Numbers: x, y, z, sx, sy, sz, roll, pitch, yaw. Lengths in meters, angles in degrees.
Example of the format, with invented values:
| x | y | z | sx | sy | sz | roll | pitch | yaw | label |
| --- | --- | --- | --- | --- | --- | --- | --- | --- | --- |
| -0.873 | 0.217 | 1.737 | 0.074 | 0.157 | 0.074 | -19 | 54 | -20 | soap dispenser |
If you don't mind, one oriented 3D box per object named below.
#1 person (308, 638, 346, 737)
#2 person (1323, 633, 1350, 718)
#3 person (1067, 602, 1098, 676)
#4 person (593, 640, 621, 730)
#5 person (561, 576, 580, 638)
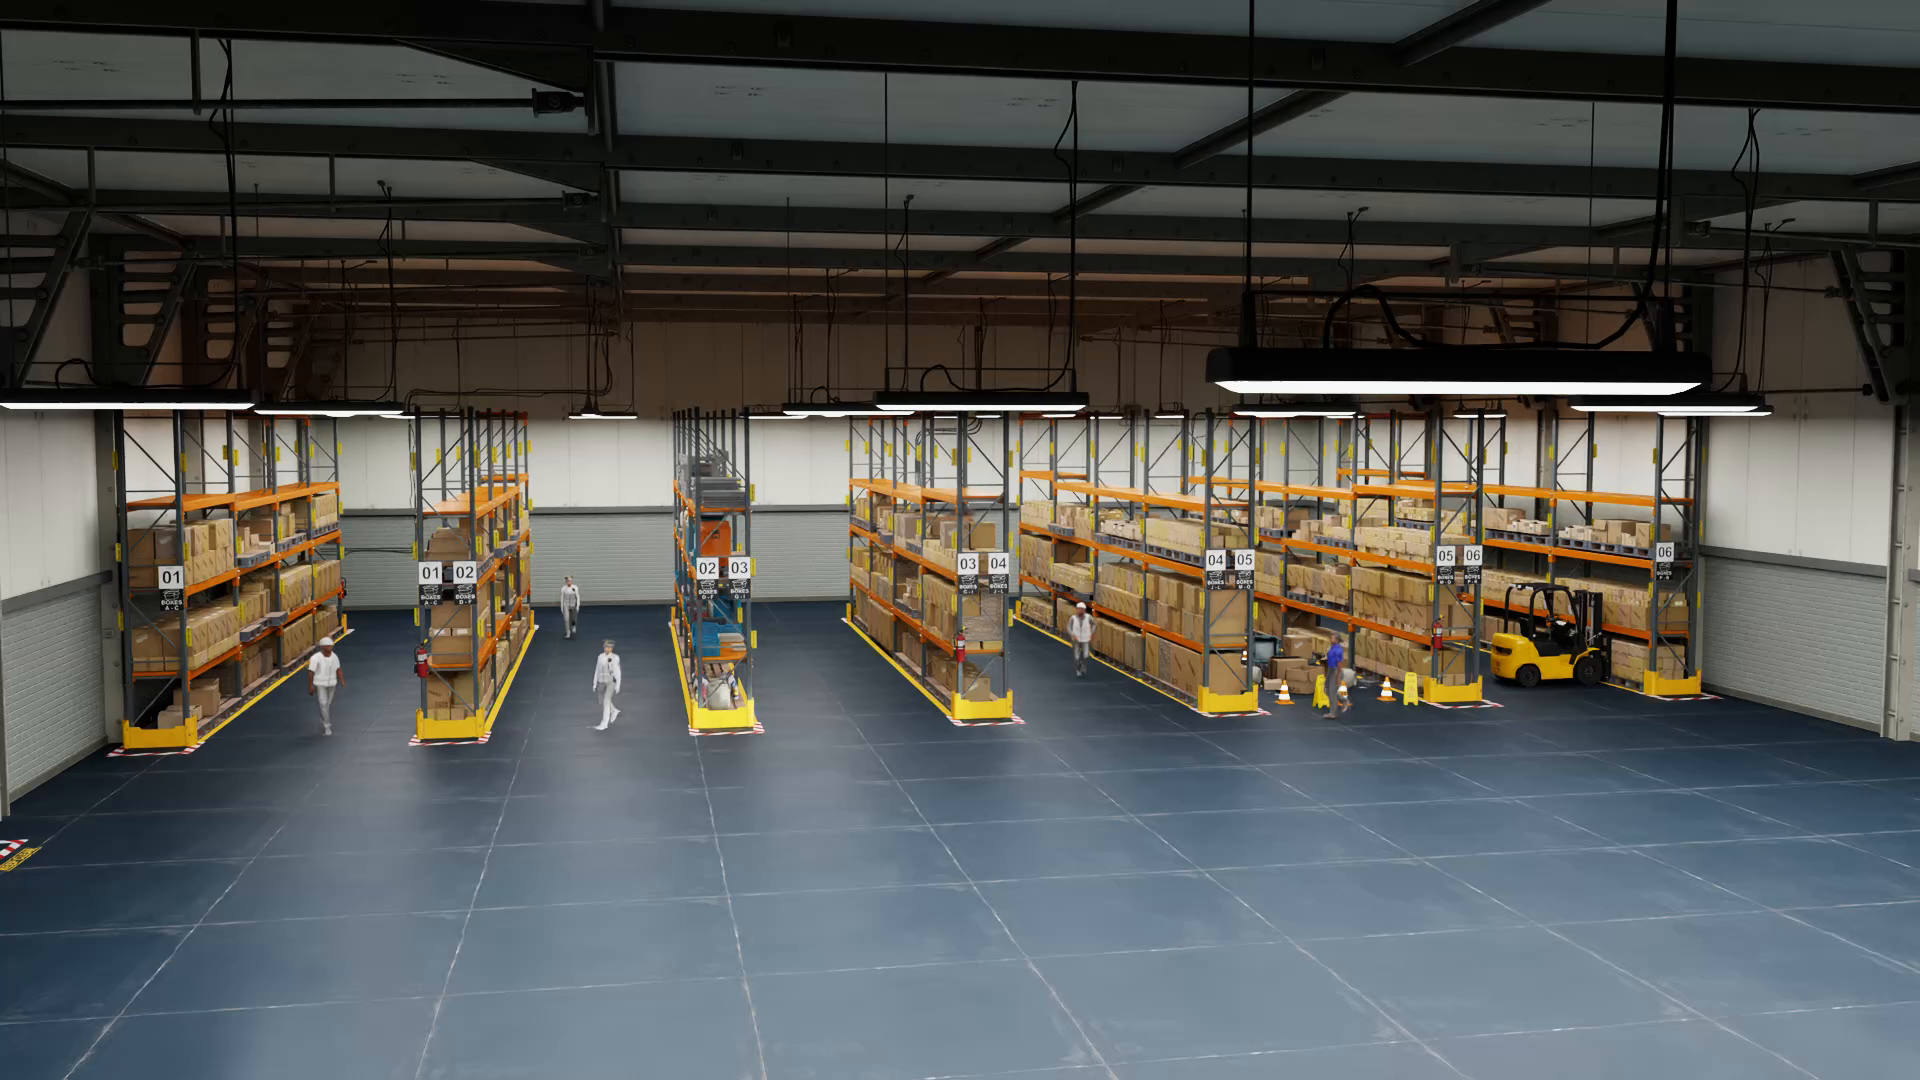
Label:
| x | y | z | sx | sy | sz | roll | pitch | yaw | label |
| --- | --- | --- | --- | --- | --- | --- | --- | --- | --- |
| -11.678 | 2.674 | 30.648 | 0.652 | 1.755 | 0.937 | -4 | 6 | -44 | person |
| 7.293 | 2.600 | 32.114 | 0.619 | 1.636 | 0.456 | -1 | 4 | -13 | person |
| 2.742 | 2.226 | 37.327 | 0.708 | 1.689 | 0.719 | 0 | 4 | 0 | person |
| -6.587 | 2.670 | 31.092 | 0.518 | 1.649 | 0.831 | 2 | 4 | 24 | person |
| -10.370 | 1.746 | 44.246 | 0.492 | 1.633 | 0.871 | -1 | 4 | -14 | person |
